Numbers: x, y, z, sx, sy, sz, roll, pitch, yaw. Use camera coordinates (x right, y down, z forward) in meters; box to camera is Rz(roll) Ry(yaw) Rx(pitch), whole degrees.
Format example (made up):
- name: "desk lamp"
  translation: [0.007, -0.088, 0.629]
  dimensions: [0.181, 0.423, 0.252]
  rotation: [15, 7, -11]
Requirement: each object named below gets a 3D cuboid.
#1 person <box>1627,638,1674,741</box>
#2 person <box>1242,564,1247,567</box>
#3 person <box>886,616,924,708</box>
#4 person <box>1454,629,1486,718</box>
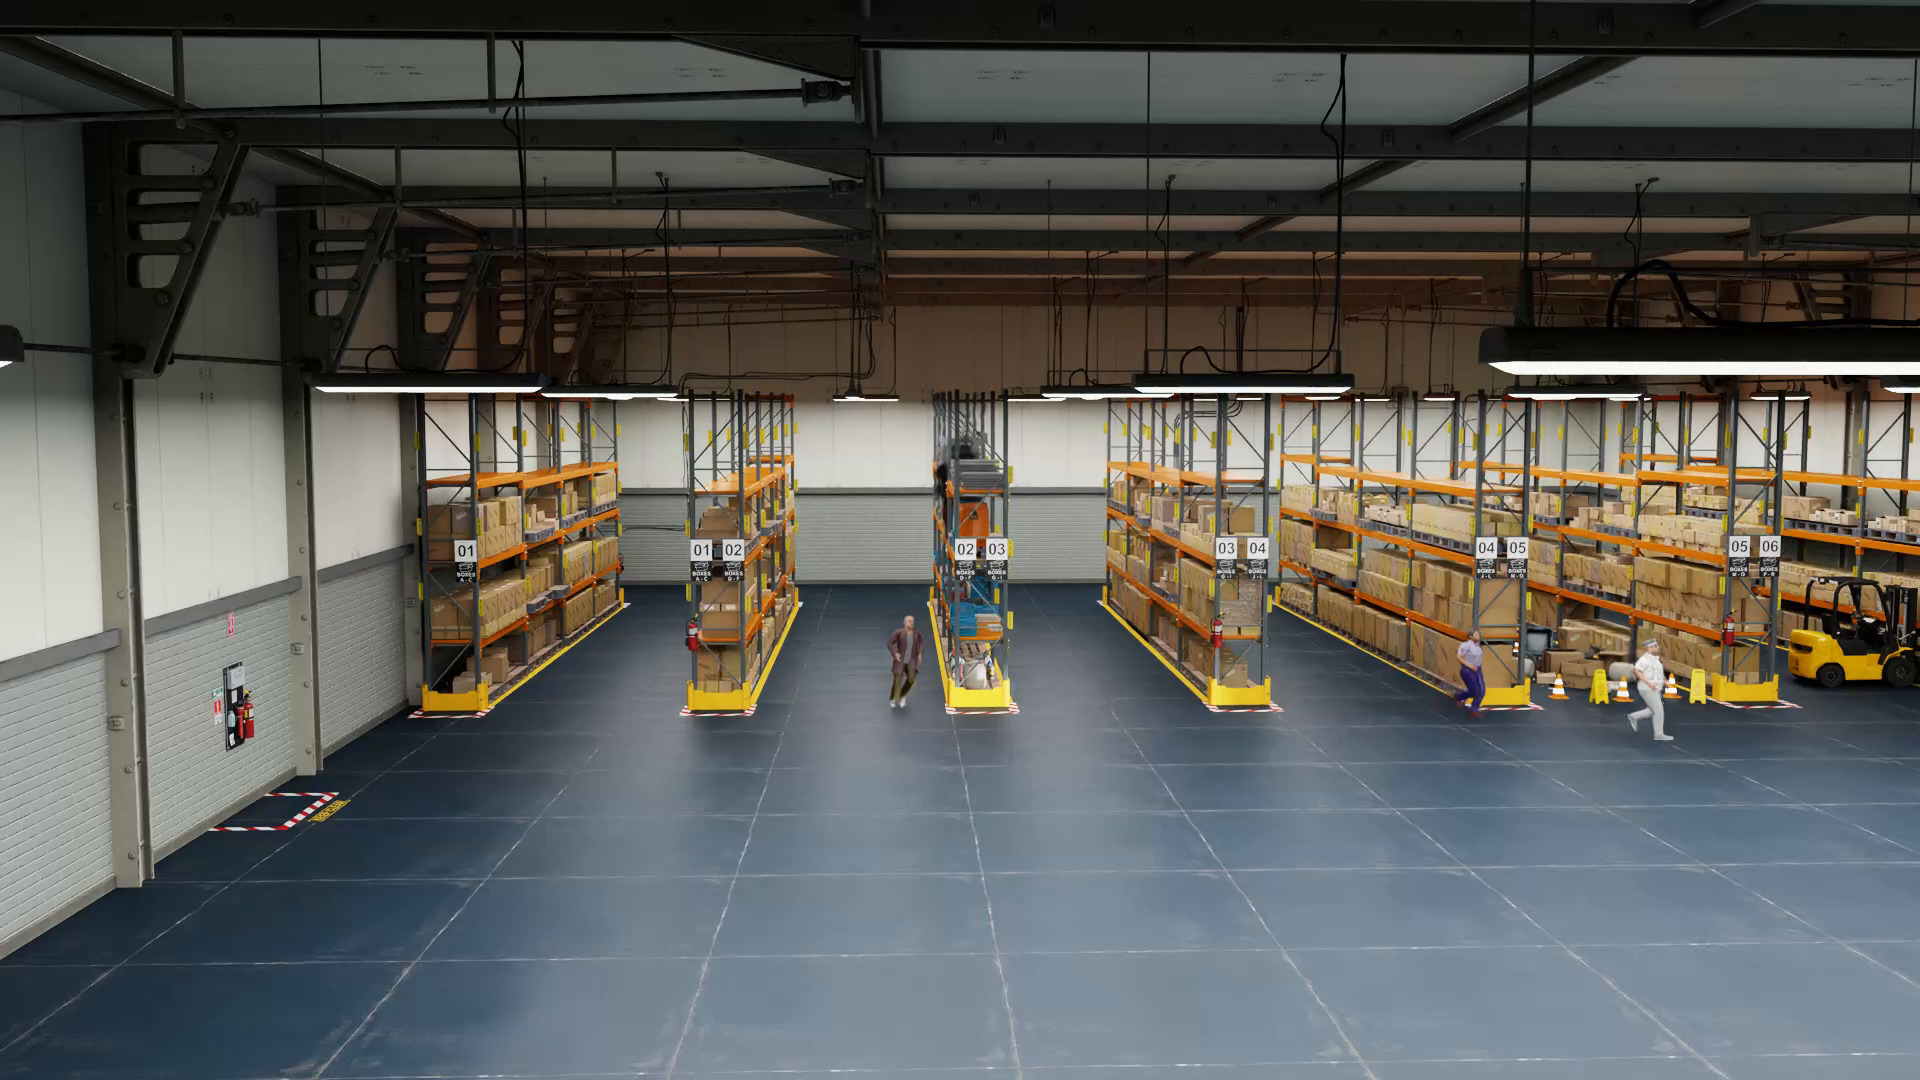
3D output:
- name: "person"
  translation: [11.801, 2.540, 28.404]
  dimensions: [0.799, 1.747, 0.694]
  rotation: [4, 6, 40]
- name: "person"
  translation: [8.392, 0.944, 48.215]
  dimensions: [0.932, 1.683, 0.718]
  rotation: [-4, 6, -37]
- name: "person"
  translation: [-1.008, 2.298, 31.440]
  dimensions: [0.775, 1.733, 0.647]
  rotation: [-1, 5, -15]
- name: "person"
  translation: [9.390, 2.533, 30.612]
  dimensions: [0.642, 1.444, 0.587]
  rotation: [-3, 6, -35]
